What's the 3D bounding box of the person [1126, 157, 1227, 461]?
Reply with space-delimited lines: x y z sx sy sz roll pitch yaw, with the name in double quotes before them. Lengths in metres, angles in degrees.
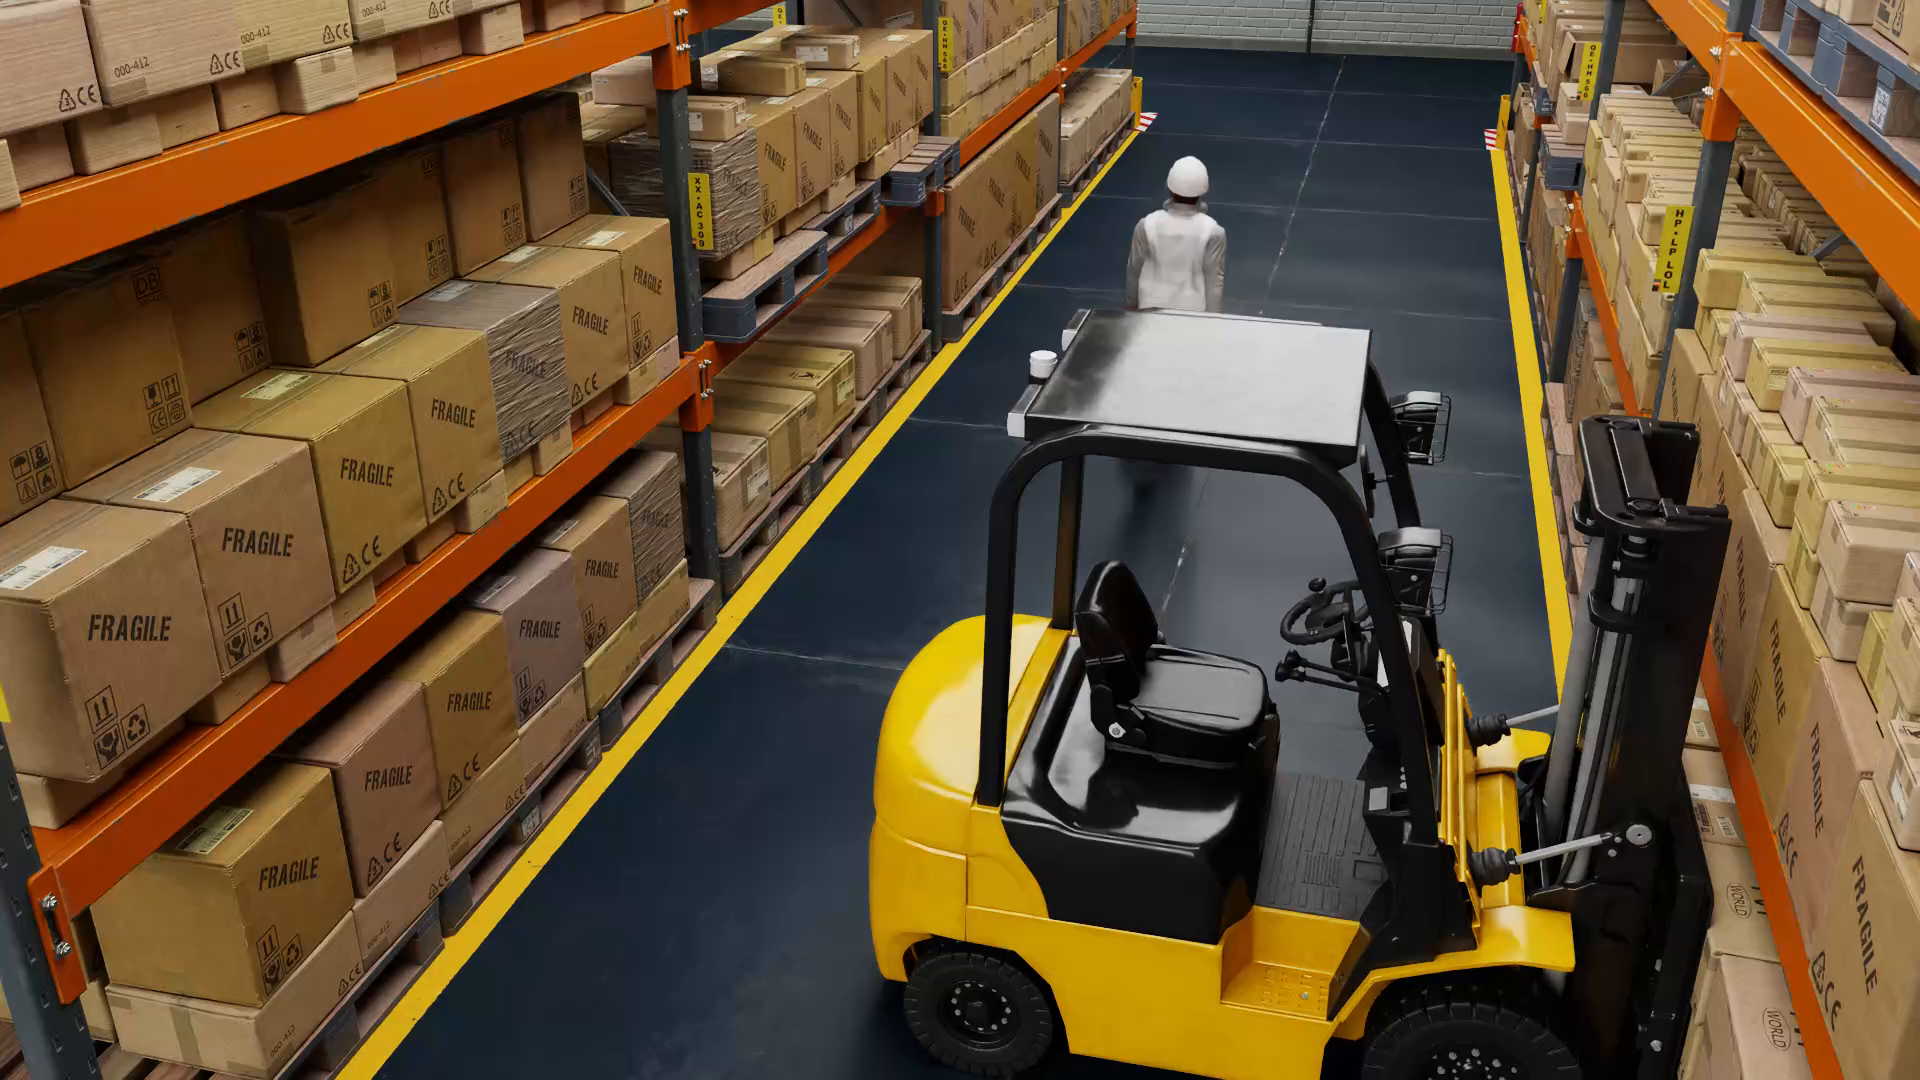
"person" 1.190 -1.278 9.299 0.543 1.737 0.900 4 25 8
